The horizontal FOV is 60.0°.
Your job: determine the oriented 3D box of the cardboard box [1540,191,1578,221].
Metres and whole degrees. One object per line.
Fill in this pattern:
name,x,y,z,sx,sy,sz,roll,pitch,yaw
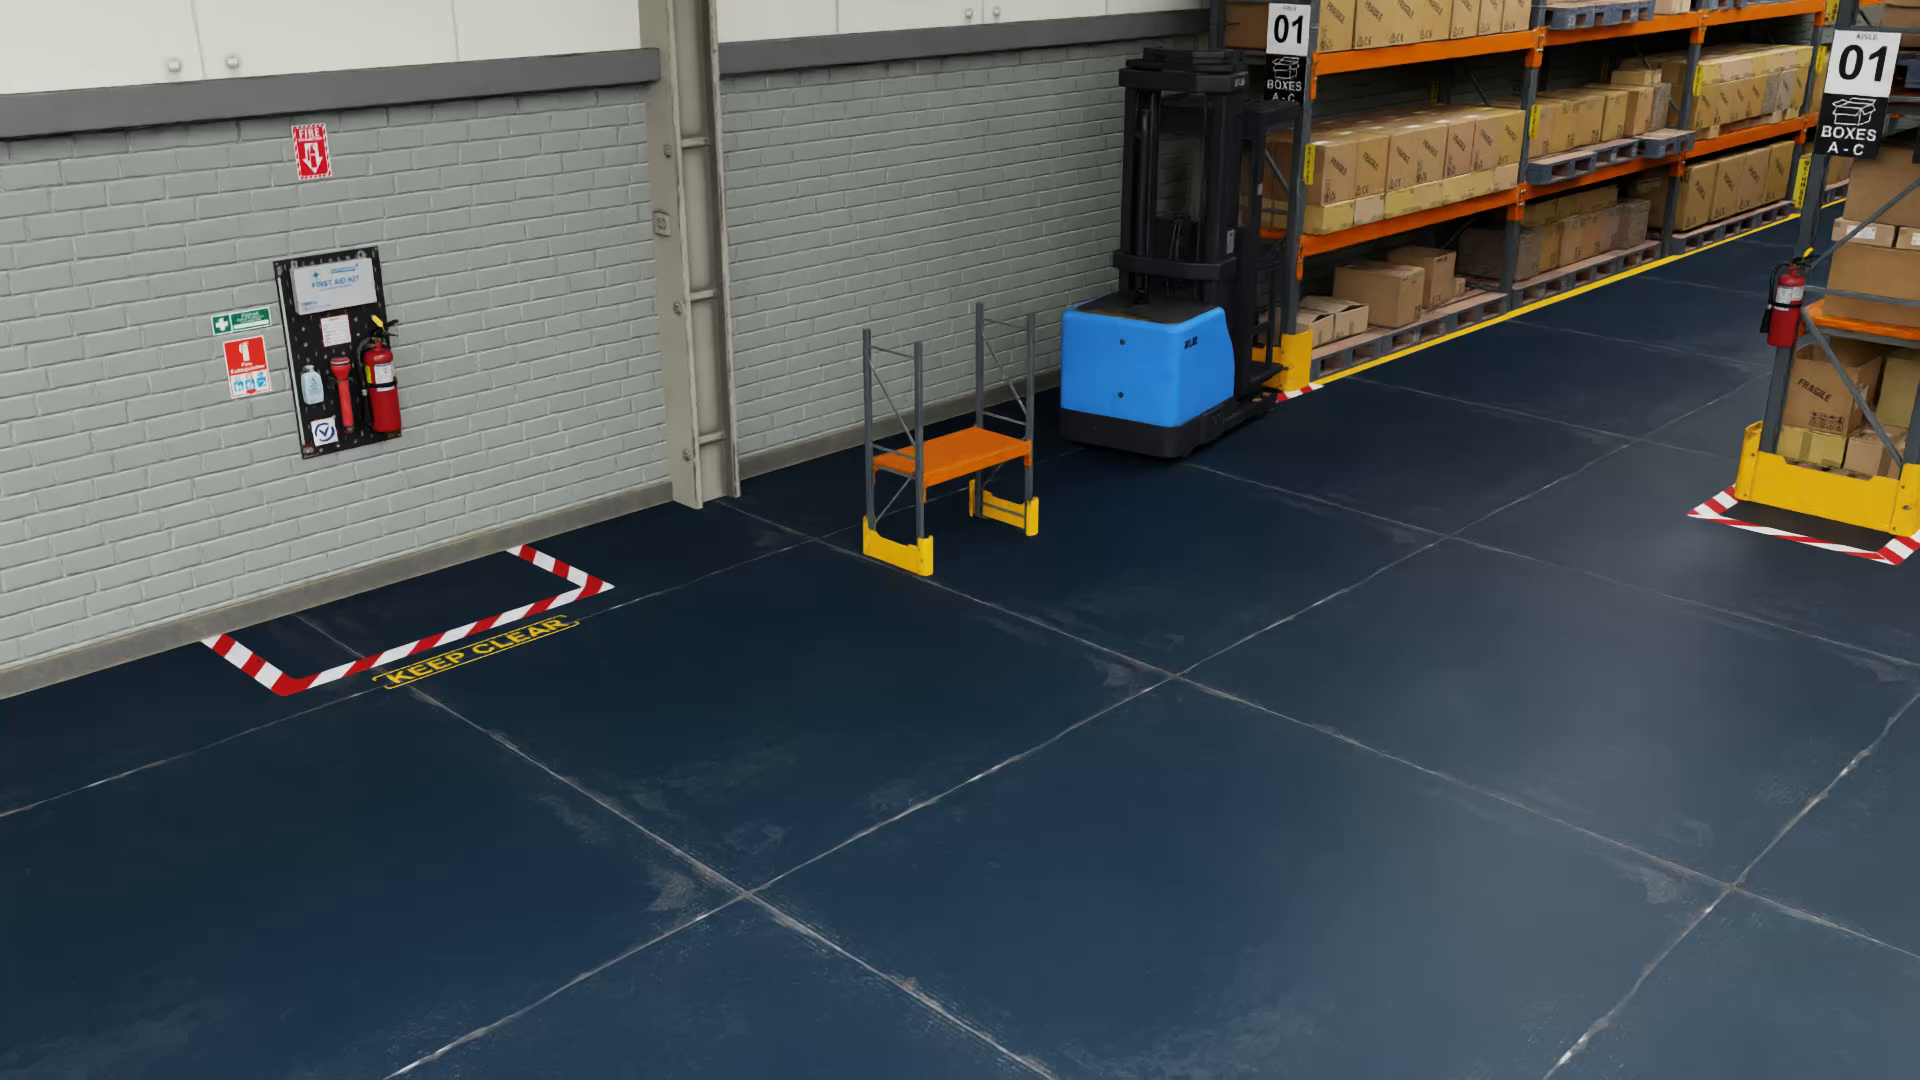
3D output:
cardboard box,6.462,-3.708,18.366,0.500,0.250,0.500,18,28,39

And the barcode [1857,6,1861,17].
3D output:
barcode,5.922,-3.479,10.956,0.001,0.075,0.075,19,28,41

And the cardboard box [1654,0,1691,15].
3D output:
cardboard box,7.777,-6.021,18.473,0.500,0.311,0.500,19,28,41

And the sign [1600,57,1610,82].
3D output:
sign,7.686,-5.584,19.808,0.100,0.325,0.005,19,28,41

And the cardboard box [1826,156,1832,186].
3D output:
cardboard box,11.824,-5.258,23.472,0.700,0.500,0.500,19,28,40

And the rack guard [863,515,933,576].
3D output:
rack guard,-0.401,0.031,10.646,0.587,0.250,0.087,19,28,41

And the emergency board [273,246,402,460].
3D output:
emergency board,-3.563,-1.077,9.697,0.194,1.169,0.643,19,28,41

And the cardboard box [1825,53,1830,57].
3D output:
cardboard box,11.779,-6.395,23.114,0.980,0.700,0.700,18,28,39

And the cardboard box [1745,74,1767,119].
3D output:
cardboard box,9.685,-5.556,20.768,0.500,0.500,0.500,-19,28,-41

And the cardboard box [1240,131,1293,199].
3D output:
cardboard box,2.681,-3.313,14.648,0.500,0.500,0.500,19,28,40

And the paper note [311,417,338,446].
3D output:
paper note,-3.736,-0.638,9.781,0.016,0.148,0.142,19,28,41

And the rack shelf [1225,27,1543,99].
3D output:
rack shelf,3.900,-4.427,15.234,1.077,0.370,4.000,19,28,41

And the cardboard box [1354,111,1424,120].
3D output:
cardboard box,4.103,-3.839,16.018,0.500,0.500,0.500,-19,28,-41

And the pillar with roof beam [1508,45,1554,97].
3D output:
pillar with roof beam,9.644,-6.511,15.470,9.100,9.000,0.400,19,28,41

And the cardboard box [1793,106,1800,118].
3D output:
cardboard box,10.843,-5.668,21.962,0.380,0.149,0.250,20,28,41

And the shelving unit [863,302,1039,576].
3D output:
shelving unit,-0.053,-0.680,10.755,0.587,1.500,1.083,19,28,41

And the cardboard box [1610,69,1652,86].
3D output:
cardboard box,7.653,-5.278,18.968,0.380,0.149,0.250,14,25,32

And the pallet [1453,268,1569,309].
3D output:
pallet,5.837,-2.776,18.003,1.003,0.211,1.213,19,28,41

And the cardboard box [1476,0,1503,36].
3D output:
cardboard box,4.758,-5.015,15.593,0.500,0.500,0.500,16,26,36

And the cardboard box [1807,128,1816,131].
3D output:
cardboard box,12.489,-5.911,24.267,0.250,0.149,0.380,-20,28,-41

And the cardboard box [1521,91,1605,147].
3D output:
cardboard box,6.507,-4.570,18.032,0.500,0.500,0.700,-16,26,-35

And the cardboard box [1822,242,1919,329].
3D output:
cardboard box,6.392,-1.774,11.369,0.700,0.500,0.500,19,28,41

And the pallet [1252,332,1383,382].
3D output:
pallet,3.150,-1.767,15.377,1.003,0.211,1.213,19,28,41

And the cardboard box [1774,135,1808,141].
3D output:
cardboard box,11.777,-5.648,23.584,0.380,0.149,0.250,18,27,39

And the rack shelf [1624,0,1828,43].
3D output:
rack shelf,9.481,-6.484,20.585,1.077,0.370,4.000,19,28,41

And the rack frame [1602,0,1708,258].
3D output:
rack frame,8.086,-4.905,19.656,1.000,3.000,0.127,19,28,41

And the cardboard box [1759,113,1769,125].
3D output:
cardboard box,10.111,-5.413,21.299,0.380,0.149,0.250,19,28,41

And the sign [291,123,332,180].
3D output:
sign,-3.640,-2.182,9.340,0.001,0.298,0.199,19,28,41

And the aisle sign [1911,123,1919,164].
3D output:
aisle sign,6.230,-2.730,10.373,0.394,0.787,0.004,19,28,41

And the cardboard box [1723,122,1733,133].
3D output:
cardboard box,9.359,-5.162,20.646,0.250,0.149,0.380,-20,28,-41

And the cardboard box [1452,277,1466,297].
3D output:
cardboard box,4.944,-2.615,17.033,0.380,0.166,0.250,15,26,34

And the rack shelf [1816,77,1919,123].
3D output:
rack shelf,7.452,-3.189,12.011,1.077,0.370,4.000,19,28,41

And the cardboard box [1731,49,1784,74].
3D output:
cardboard box,10.014,-6.034,20.966,0.500,0.250,0.500,-19,28,-41

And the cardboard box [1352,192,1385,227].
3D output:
cardboard box,3.425,-2.971,14.805,0.500,0.250,0.500,18,28,39

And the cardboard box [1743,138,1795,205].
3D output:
cardboard box,10.516,-4.927,22.122,0.750,0.750,0.750,20,28,41

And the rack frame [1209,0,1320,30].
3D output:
rack frame,2.505,-5.649,13.230,1.000,3.000,0.127,19,28,41

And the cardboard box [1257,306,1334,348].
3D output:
cardboard box,3.052,-1.955,15.113,0.500,0.311,0.500,15,26,35

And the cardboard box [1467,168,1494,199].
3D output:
cardboard box,4.829,-3.493,16.162,0.500,0.250,0.500,19,28,41

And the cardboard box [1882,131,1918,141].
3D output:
cardboard box,6.791,-2.529,11.527,0.700,0.500,0.500,18,28,39

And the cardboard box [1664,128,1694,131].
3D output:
cardboard box,8.481,-4.824,19.767,0.380,0.149,0.250,19,28,40

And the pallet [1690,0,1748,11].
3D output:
pallet,8.497,-6.396,19.617,1.003,0.211,1.213,-19,28,-40

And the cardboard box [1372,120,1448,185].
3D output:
cardboard box,4.122,-3.577,15.337,0.500,0.500,0.500,-19,28,-40

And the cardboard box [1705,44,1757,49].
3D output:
cardboard box,10.008,-6.289,21.630,0.500,0.250,0.500,20,28,41

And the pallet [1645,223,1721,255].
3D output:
pallet,8.690,-3.788,20.635,1.003,0.211,1.213,19,28,41

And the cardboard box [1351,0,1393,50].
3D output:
cardboard box,3.318,-4.458,14.143,0.500,0.500,0.500,-18,27,-39

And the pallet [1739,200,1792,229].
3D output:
pallet,10.392,-4.415,22.266,1.003,0.211,1.213,19,28,41

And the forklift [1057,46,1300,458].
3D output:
forklift,1.988,-2.458,13.385,1.130,2.935,3.031,13,25,31

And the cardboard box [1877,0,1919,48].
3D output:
cardboard box,6.461,-3.466,10.807,0.637,0.503,0.797,-18,27,-38

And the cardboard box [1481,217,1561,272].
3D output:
cardboard box,6.121,-3.254,18.232,0.700,0.500,0.500,19,28,40

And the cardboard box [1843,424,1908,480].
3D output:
cardboard box,6.590,-0.605,11.714,0.500,0.250,0.500,19,28,41

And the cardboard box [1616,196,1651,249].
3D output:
cardboard box,7.621,-3.746,19.510,0.500,0.500,0.700,-20,29,-41

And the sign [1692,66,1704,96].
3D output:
sign,8.481,-5.275,19.116,0.100,0.325,0.005,19,28,41
